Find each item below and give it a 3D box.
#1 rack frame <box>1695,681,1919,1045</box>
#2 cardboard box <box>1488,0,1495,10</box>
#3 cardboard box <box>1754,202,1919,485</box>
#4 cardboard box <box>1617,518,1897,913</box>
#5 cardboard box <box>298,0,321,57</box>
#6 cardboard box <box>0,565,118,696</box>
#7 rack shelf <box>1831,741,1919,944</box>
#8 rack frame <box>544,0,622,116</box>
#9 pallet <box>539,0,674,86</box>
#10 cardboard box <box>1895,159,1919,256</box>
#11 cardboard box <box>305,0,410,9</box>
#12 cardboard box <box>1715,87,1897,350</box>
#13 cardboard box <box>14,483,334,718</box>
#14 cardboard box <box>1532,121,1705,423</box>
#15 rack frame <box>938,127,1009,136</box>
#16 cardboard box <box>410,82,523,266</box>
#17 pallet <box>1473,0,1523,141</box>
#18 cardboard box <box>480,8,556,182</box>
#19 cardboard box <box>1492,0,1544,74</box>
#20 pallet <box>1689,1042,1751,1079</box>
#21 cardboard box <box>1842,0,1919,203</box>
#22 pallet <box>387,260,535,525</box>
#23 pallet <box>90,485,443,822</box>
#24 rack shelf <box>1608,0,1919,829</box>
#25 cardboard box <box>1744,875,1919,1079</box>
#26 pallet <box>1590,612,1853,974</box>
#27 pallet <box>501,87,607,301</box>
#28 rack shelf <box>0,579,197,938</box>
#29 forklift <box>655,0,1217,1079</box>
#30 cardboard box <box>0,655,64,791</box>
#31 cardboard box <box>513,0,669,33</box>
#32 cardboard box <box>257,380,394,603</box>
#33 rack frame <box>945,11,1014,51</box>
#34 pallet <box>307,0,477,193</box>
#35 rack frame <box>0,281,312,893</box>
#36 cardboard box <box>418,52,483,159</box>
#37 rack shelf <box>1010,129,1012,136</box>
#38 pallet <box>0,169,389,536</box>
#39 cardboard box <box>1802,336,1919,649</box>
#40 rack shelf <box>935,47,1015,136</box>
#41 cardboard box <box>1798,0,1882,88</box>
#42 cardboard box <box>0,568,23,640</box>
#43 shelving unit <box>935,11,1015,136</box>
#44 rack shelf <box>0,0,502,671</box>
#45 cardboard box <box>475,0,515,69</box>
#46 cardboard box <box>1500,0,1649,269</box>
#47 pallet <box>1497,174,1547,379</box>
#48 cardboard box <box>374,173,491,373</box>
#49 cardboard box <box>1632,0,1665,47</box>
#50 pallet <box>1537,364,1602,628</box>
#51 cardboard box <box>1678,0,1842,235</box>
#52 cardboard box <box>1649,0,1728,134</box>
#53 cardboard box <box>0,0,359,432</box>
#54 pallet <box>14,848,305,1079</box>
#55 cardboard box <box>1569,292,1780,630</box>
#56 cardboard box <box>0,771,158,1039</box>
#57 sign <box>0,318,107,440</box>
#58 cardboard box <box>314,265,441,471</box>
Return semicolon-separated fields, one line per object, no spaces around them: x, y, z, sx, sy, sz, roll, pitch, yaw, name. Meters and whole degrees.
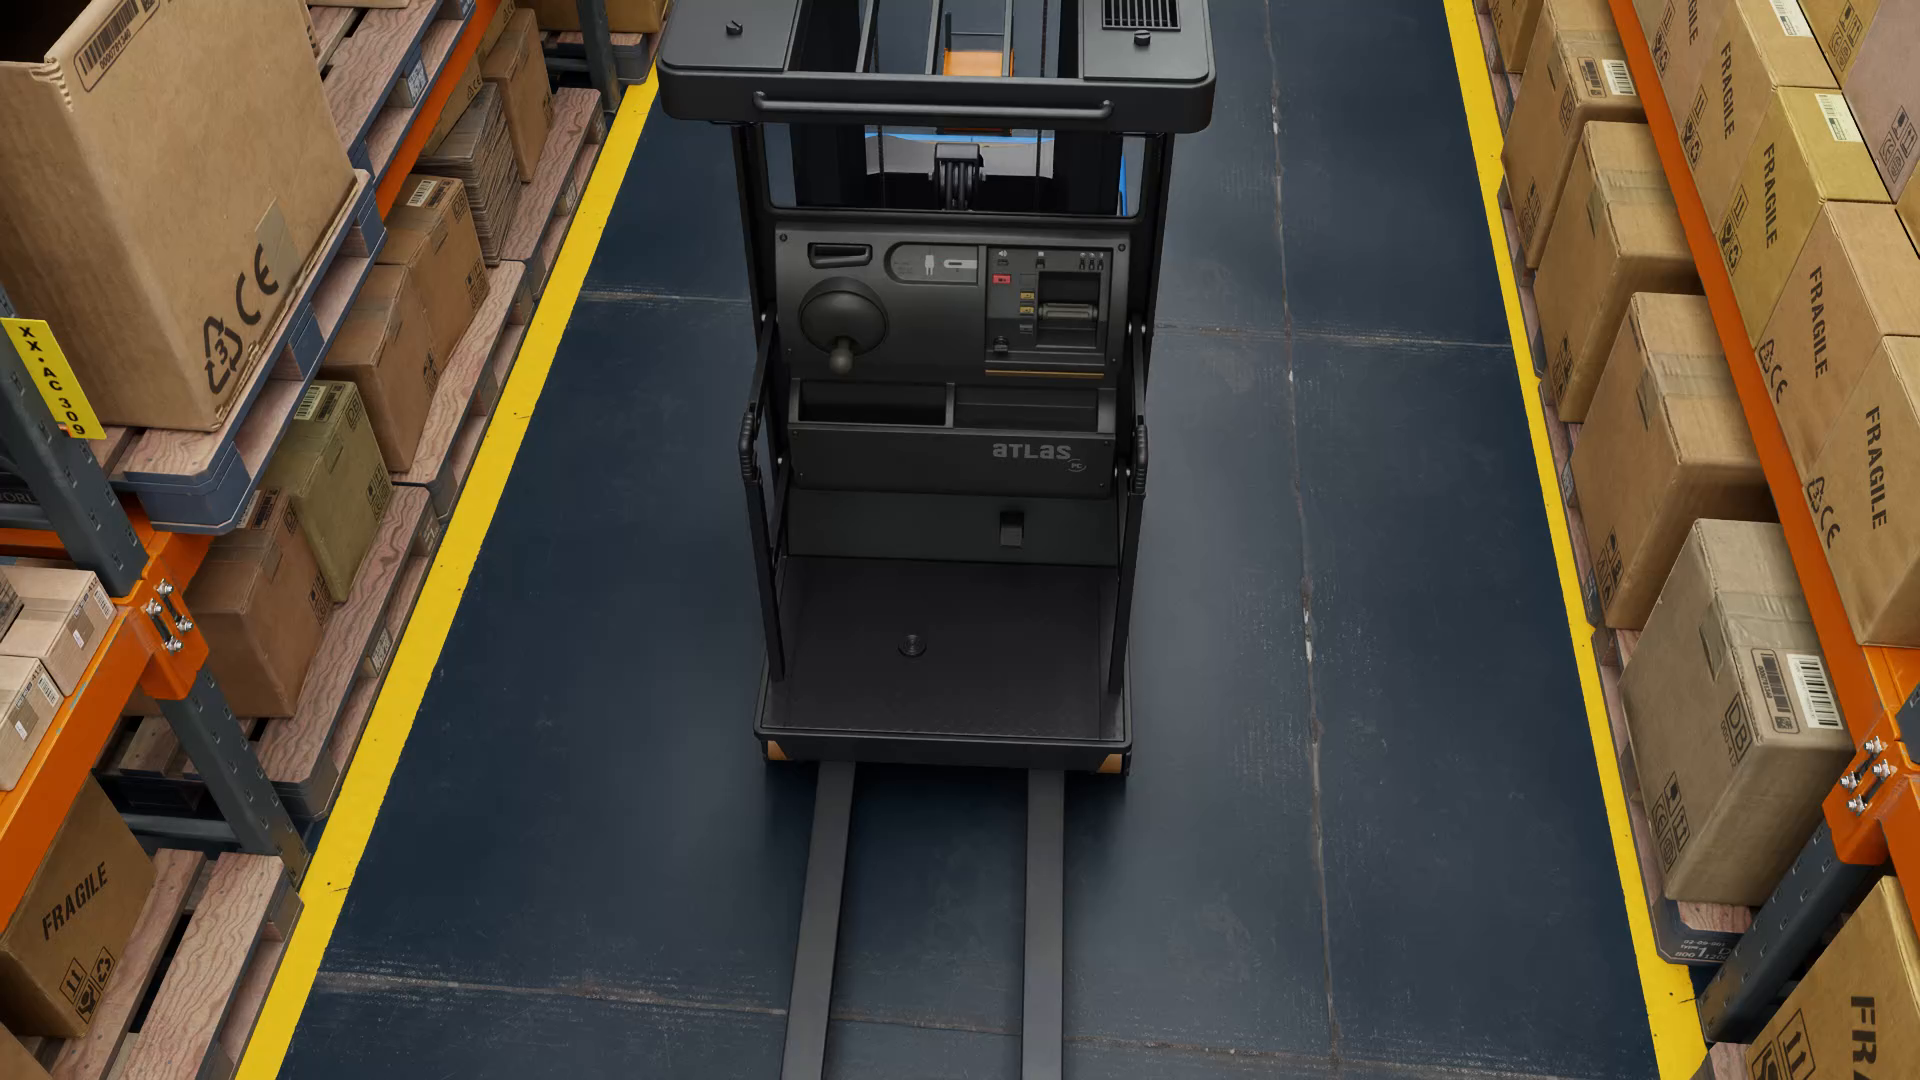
2.519;0.340;3.406;1.000;3.000;0.127;4;48;4;rack frame
2.734;-2.780;7.669;0.500;0.500;0.500;6;48;5;cardboard box
2.346;-0.466;4.076;0.500;0.500;0.500;3;48;3;cardboard box
2.486;0.496;4.504;1.050;0.750;0.750;4;48;3;cardboard box
-2.345;-1.524;4.757;0.797;0.503;0.637;8;48;8;cardboard box
-2.138;0.195;3.709;0.380;0.149;0.250;4;48;4;cardboard box
2.337;2.053;2.327;1.077;0.370;4.000;4;48;4;rack shelf
-2.047;-3.007;6.467;1.000;3.000;0.127;4;48;4;rack frame
-1.900;-2.640;8.022;1.003;0.211;1.213;4;48;4;pallet
2.603;-0.774;3.680;0.700;0.500;0.500;3;48;3;cardboard box
-1.930;-1.860;5.225;0.396;0.266;0.258;3;48;2;cardboard box
2.392;-0.838;4.416;0.500;0.500;0.500;4;48;4;cardboard box
-2.334;0.178;4.950;0.700;0.500;0.500;1;48;1;cardboard box
2.662;-0.898;5.778;1.050;0.750;0.750;5;48;4;cardboard box
0.045;-1.077;5.922;0.240;1.200;0.015;2;48;2;rack frame
-2.126;-1.410;6.402;0.700;0.500;0.500;0;48;0;cardboard box
2.956;-2.232;7.649;1.003;0.211;1.213;4;48;4;pallet
-2.088;-1.818;6.776;0.700;0.500;0.500;2;48;1;cardboard box
2.683;-2.398;7.320;0.500;0.500;0.500;4;48;3;cardboard box
2.372;1.835;3.929;1.003;0.211;1.213;4;48;4;pallet
2.650;-1.146;4.020;0.700;0.500;0.500;4;48;4;cardboard box
-2.233;-0.598;6.154;1.003;0.211;1.213;4;48;4;pallet
-2.342;0.301;5.331;1.003;0.211;1.213;4;48;4;pallet
2.701;-0.887;5.016;1.077;0.370;4.000;4;48;4;rack shelf
2.392;1.373;3.617;0.875;0.875;0.875;5;48;4;cardboard box
2.514;0.709;4.958;1.003;0.211;1.213;4;48;4;pallet
-2.119;-1.492;6.971;1.003;0.211;1.213;4;48;4;pallet
-2.594;1.645;2.700;1.077;0.370;4.000;4;48;4;rack shelf
-0.030;-0.529;4.247;1.130;2.935;3.031;2;48;2;forklift
-2.170;0.378;3.542;0.380;0.149;0.250;4;48;4;cardboard box
-1.963;-2.937;7.559;1.225;0.875;0.875;2;48;2;cardboard box
-2.272;-0.171;5.270;0.700;0.500;0.500;4;48;3;cardboard box
0.069;-1.436;6.251;0.240;1.200;0.015;2;48;2;rack frame
-2.186;-1.485;5.205;1.003;0.211;1.213;4;48;4;pallet
-2.411;-0.068;3.779;1.000;3.000;0.127;4;48;4;rack frame
-2.116;-1.680;6.142;0.500;0.250;0.500;9;48;8;cardboard box
0.057;-1.362;5.971;0.258;0.148;0.480;2;48;2;rack shelf
-2.197;-0.555;4.355;1.003;0.211;1.213;4;48;4;pallet
2.300;-0.095;3.736;0.500;0.500;0.500;4;48;3;cardboard box
0.057;-1.522;5.796;0.258;0.148;0.480;2;48;2;rack shelf
2.697;-1.517;4.359;0.700;0.500;0.500;3;48;3;cardboard box
-2.514;0.125;3.334;0.875;0.500;0.500;4;48;4;cardboard box
0.057;-1.256;6.086;0.258;1.200;0.503;2;48;2;shelving unit
-2.229;-1.295;5.389;1.077;0.370;4.000;4;48;4;rack shelf
-2.078;-2.071;6.499;0.500;0.250;0.500;6;48;5;cardboard box
2.738;-1.540;6.366;1.050;0.750;0.750;3;48;3;cardboard box
2.736;-1.084;6.598;1.003;0.211;1.213;4;48;4;pallet
-2.171;-0.993;6.021;0.700;0.500;0.500;7;48;7;cardboard box
2.530;-1.947;5.431;0.500;0.500;0.500;3;48;3;cardboard box
2.623;-0.190;5.780;1.003;0.211;1.213;4;48;4;pallet
2.436;-1.211;4.757;0.500;0.500;0.500;3;48;3;cardboard box
2.484;-1.577;5.092;0.500;0.500;0.500;4;48;3;cardboard box
-2.199;-0.986;3.928;1.000;1.000;1.000;4;48;4;cardboard box
-2.437;1.369;4.355;1.003;0.211;1.213;4;48;4;pallet
2.578;-0.213;5.152;1.050;0.750;0.750;4;48;4;cardboard box
-2.488;0.925;4.280;0.500;0.500;0.500;3;48;2;cardboard box
-1.870;-0.329;3.431;0.100;0.325;0.005;4;48;4;sign
-2.221;-0.583;5.646;0.700;0.500;0.500;0;48;0;cardboard box
